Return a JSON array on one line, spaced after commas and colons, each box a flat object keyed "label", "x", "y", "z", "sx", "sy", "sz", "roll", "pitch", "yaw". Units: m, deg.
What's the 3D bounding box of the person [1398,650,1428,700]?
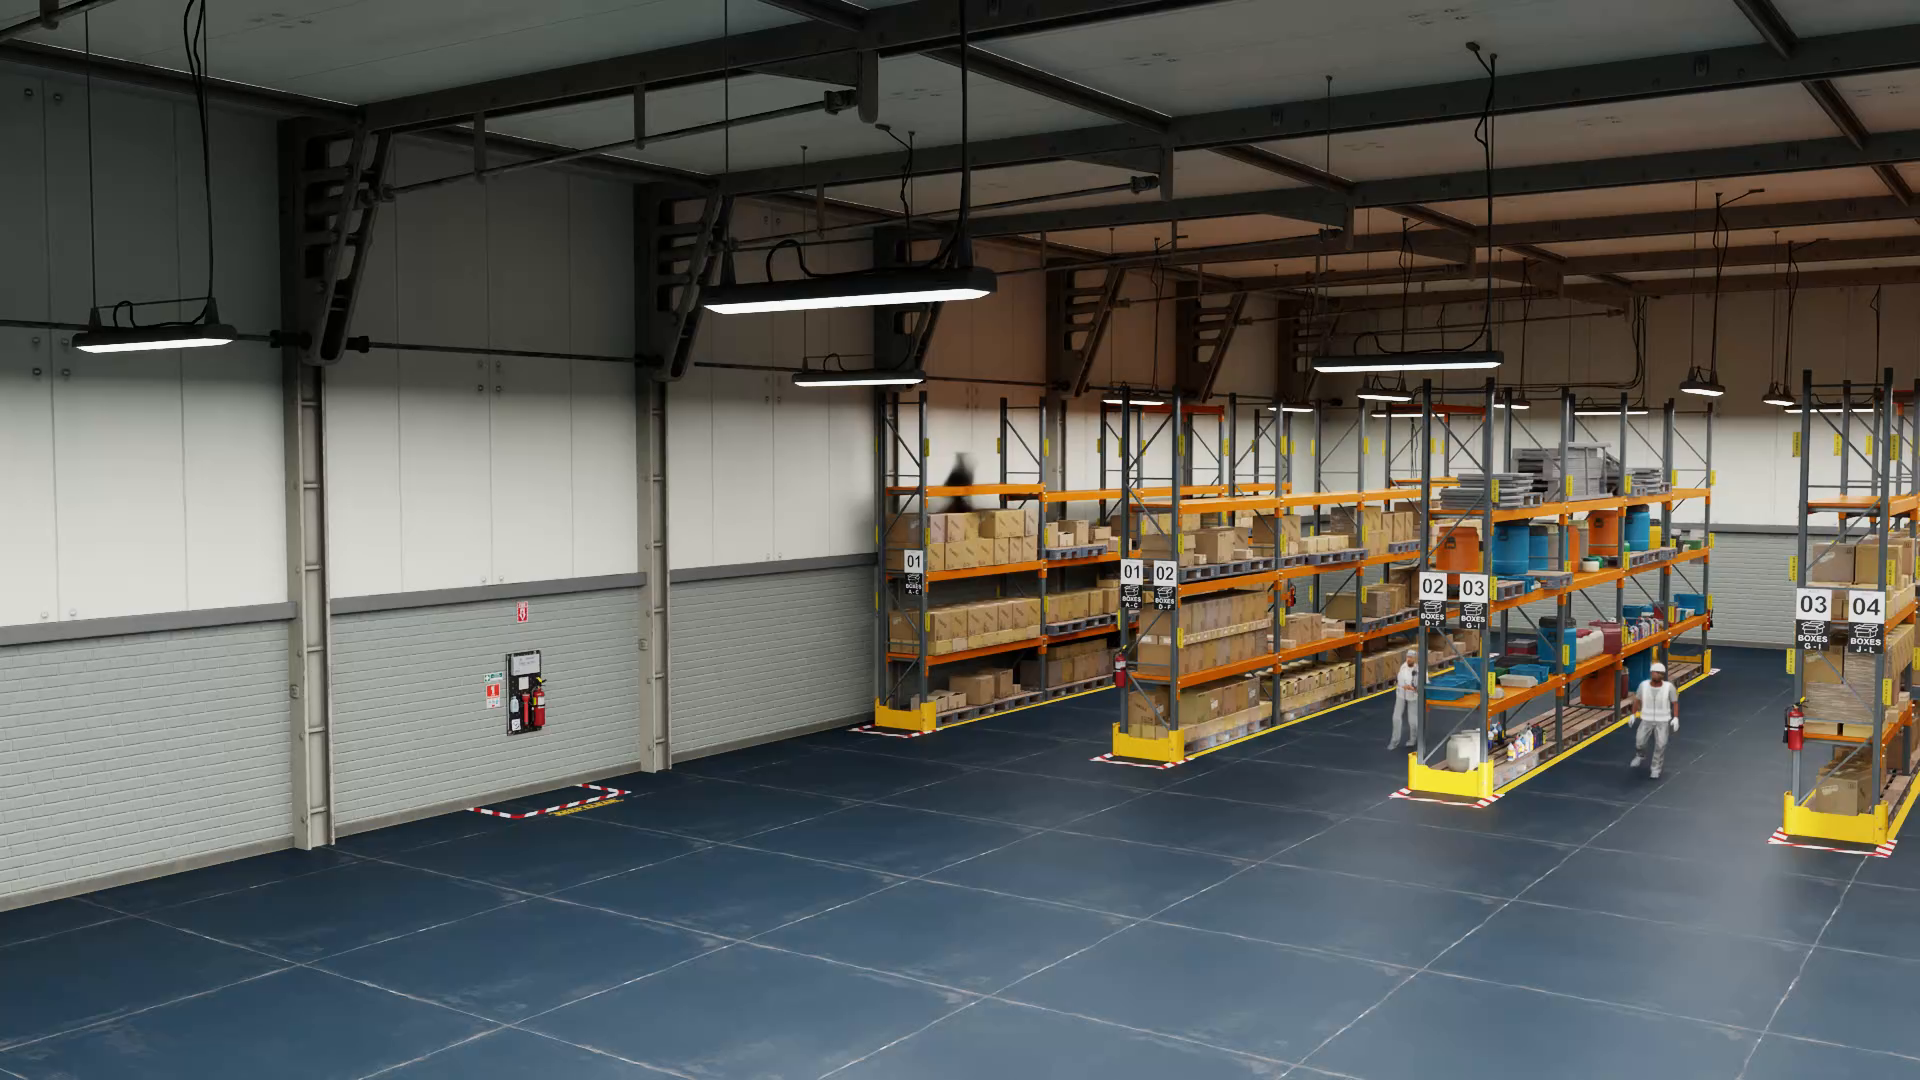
[{"label": "person", "x": 7.463, "y": 2.225, "z": 27.464, "sx": 0.599, "sy": 0.817, "sz": 0.522, "roll": 3, "pitch": 4, "yaw": 39}]

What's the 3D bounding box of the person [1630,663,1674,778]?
[{"label": "person", "x": 10.519, "y": 2.718, "z": 25.292, "sx": 0.604, "sy": 1.746, "sz": 0.599, "roll": 2, "pitch": 4, "yaw": 29}]
